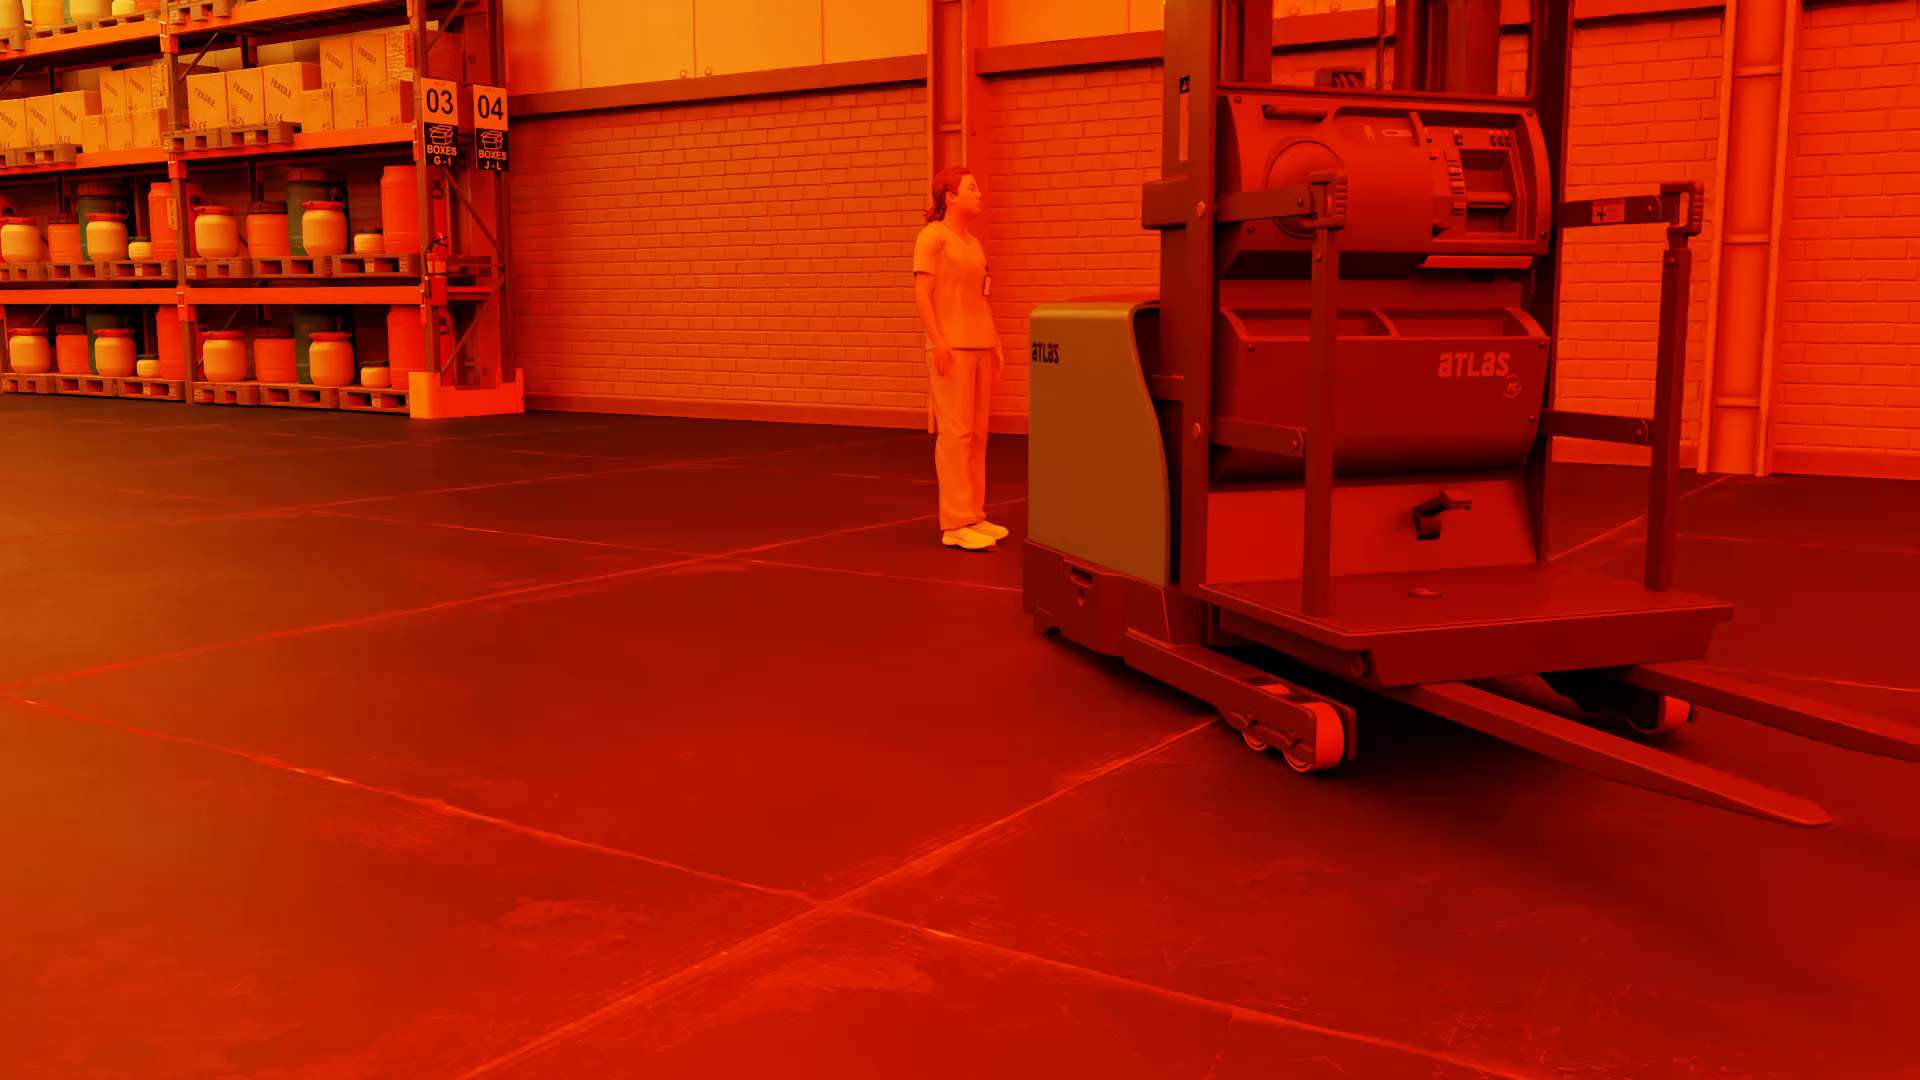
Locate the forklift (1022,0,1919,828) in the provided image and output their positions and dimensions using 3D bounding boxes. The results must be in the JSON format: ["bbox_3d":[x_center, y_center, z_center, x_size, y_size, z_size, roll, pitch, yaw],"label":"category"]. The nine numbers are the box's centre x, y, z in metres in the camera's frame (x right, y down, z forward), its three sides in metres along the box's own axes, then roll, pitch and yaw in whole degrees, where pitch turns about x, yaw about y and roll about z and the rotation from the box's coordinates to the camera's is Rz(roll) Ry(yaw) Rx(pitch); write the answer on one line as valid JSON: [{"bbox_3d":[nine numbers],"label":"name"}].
[{"bbox_3d":[1.187,-0.979,4.078,1.130,2.935,3.031,-3,9,-20],"label":"forklift"}]

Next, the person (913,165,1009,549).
[{"bbox_3d":[0.054,-0.829,7.433,0.548,1.673,0.550,5,10,34],"label":"person"}]
